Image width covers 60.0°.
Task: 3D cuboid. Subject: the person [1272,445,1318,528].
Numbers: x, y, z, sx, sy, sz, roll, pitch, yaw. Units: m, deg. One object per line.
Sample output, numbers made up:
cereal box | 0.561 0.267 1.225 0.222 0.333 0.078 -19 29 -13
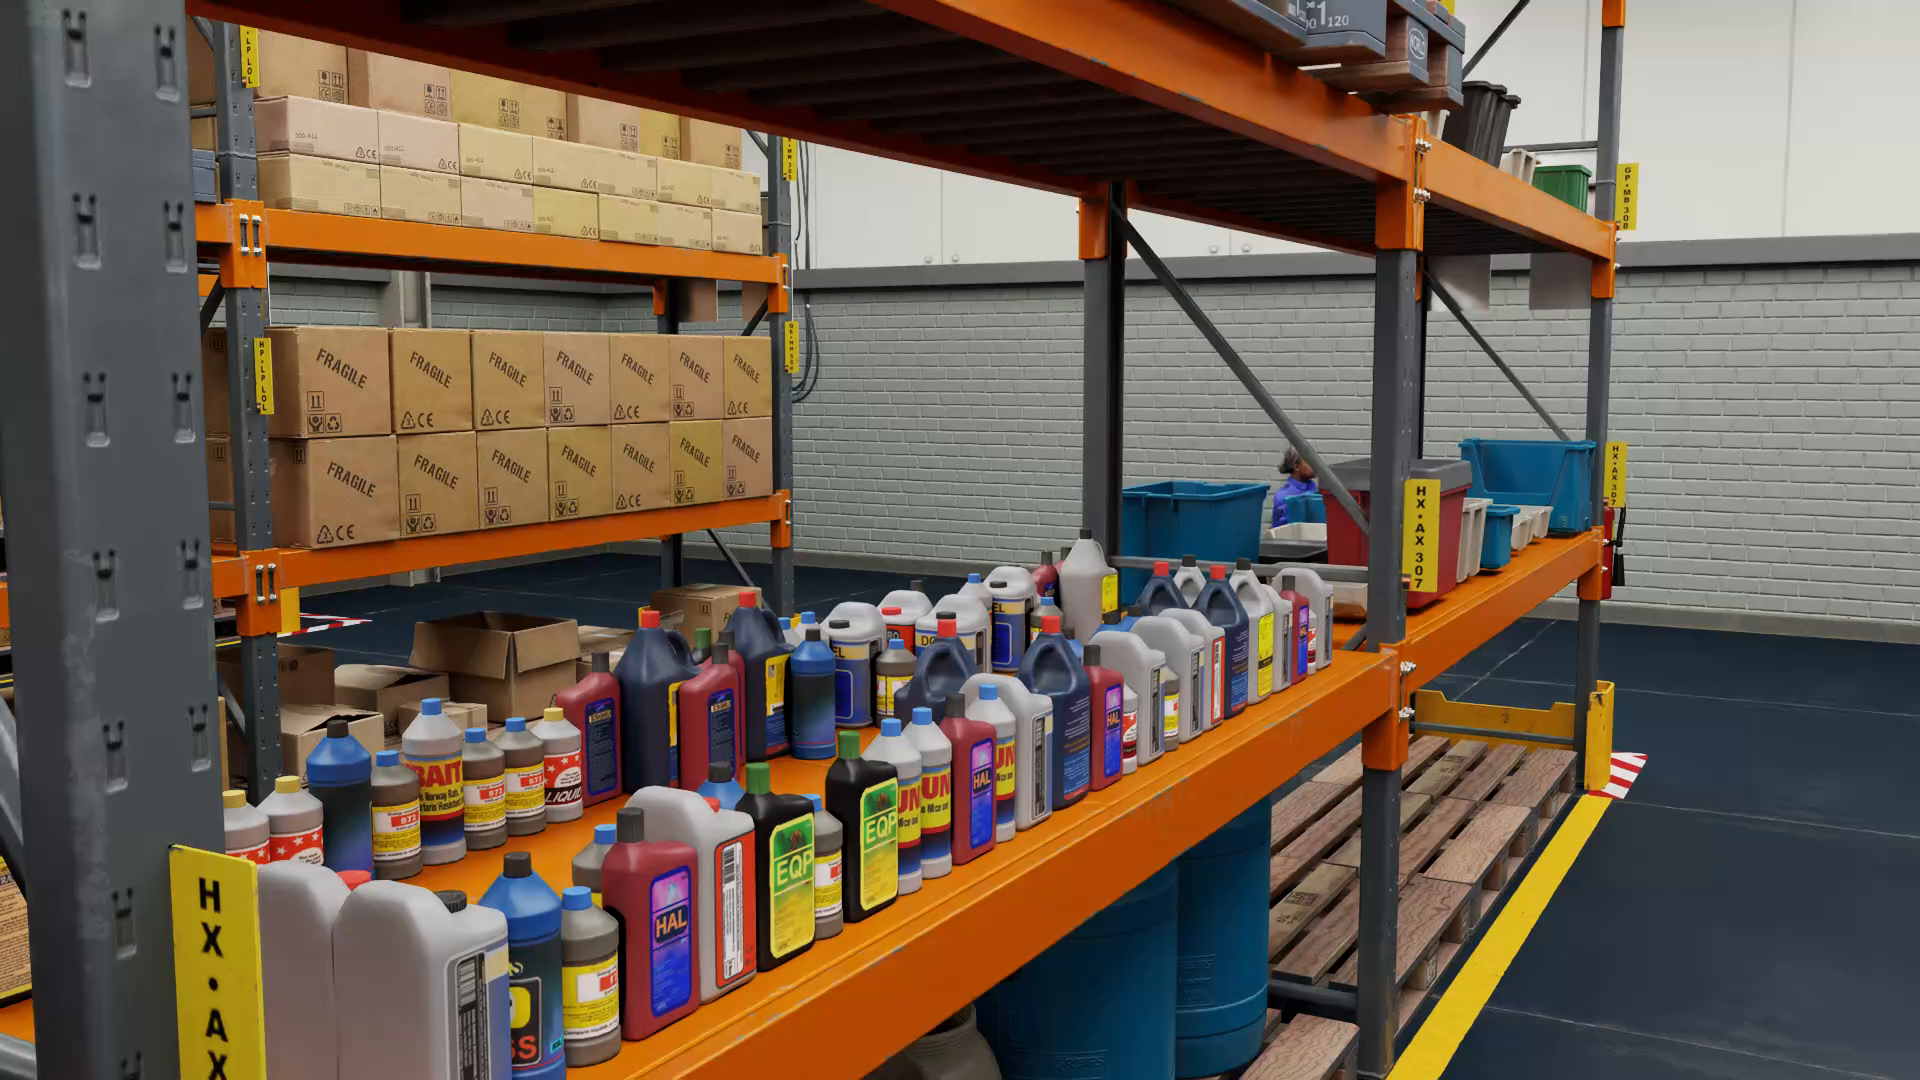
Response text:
person | 2.163 0.191 10.558 0.950 1.609 0.463 4 7 35
